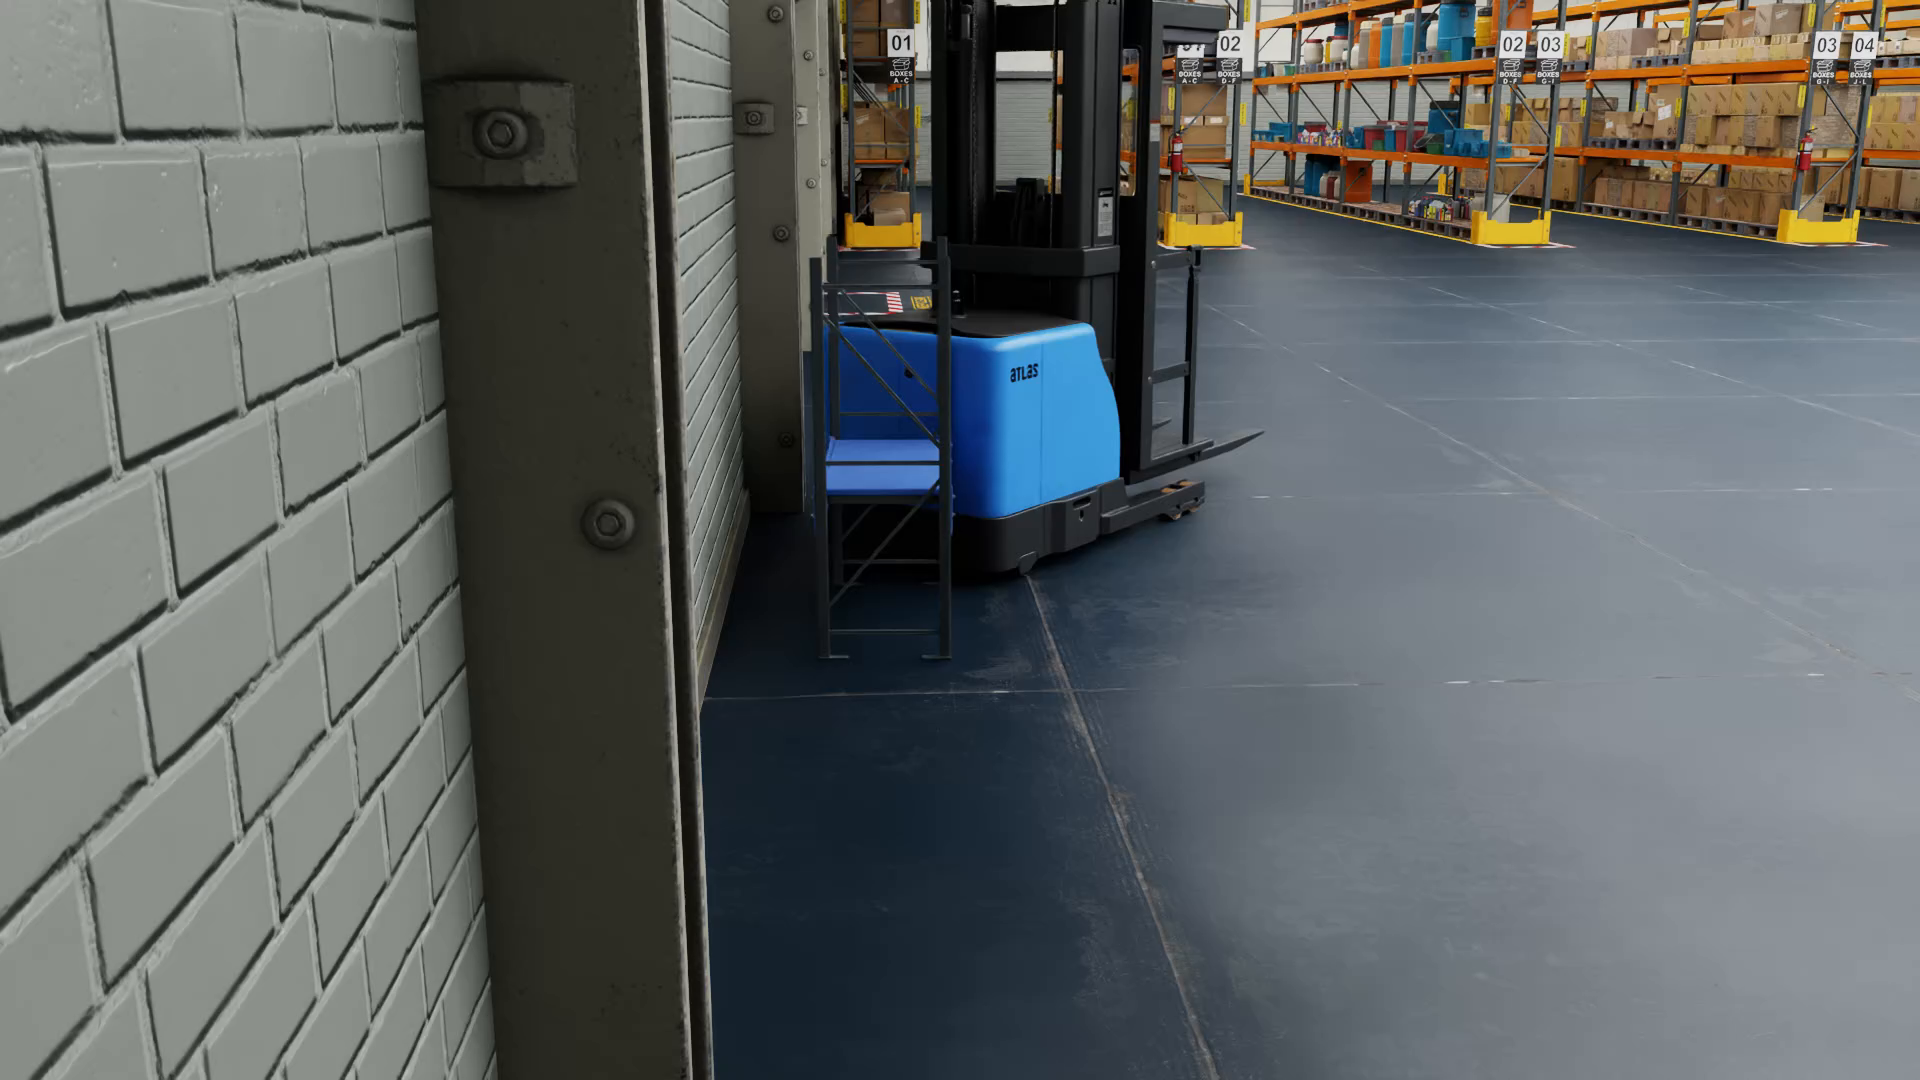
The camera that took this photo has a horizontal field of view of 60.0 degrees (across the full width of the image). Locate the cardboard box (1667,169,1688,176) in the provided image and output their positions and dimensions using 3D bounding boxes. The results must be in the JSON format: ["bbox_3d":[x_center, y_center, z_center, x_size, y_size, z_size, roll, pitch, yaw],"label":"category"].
[{"bbox_3d":[17.440,-8.934,40.414,0.380,0.149,0.250,0,14,-1],"label":"cardboard box"}]

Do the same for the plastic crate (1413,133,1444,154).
[{"bbox_3d":[8.365,-6.945,29.124,0.767,0.338,0.504,-1,14,-3],"label":"plastic crate"}]

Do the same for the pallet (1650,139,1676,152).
[{"bbox_3d":[13.501,-7.283,30.698,1.003,0.211,1.213,-1,14,-3],"label":"pallet"}]

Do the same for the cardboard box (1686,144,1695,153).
[{"bbox_3d":[13.118,-6.942,29.490,0.380,0.149,0.250,-1,14,-3],"label":"cardboard box"}]

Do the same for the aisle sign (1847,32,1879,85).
[{"bbox_3d":[13.954,-7.437,25.695,0.394,0.787,0.004,-1,14,-3],"label":"aisle sign"}]

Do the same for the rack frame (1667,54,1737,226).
[{"bbox_3d":[13.403,-7.184,29.927,1.000,3.000,0.127,-1,14,-3],"label":"rack frame"}]

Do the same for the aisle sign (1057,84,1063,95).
[{"bbox_3d":[2.474,-11.288,40.660,0.394,0.787,0.004,-1,14,-3],"label":"aisle sign"}]

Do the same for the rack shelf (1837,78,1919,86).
[{"bbox_3d":[22.674,-10.928,39.903,1.077,0.370,4.000,-1,14,-3],"label":"rack shelf"}]

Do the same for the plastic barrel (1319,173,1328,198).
[{"bbox_3d":[7.970,-7.642,35.858,0.421,0.512,0.421,0,14,0],"label":"plastic barrel"}]

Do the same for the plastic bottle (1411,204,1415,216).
[{"bbox_3d":[8.048,-5.854,29.491,0.097,0.201,0.097,0,14,0],"label":"plastic bottle"}]

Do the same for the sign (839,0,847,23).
[{"bbox_3d":[-1.736,-7.837,24.671,0.100,0.325,0.005,-1,14,-3],"label":"sign"}]

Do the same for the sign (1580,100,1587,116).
[{"bbox_3d":[12.601,-8.730,33.612,0.100,0.325,0.005,-1,14,-3],"label":"sign"}]

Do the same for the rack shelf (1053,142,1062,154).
[{"bbox_3d":[2.896,-9.170,39.092,1.077,0.370,4.000,-1,14,-3],"label":"rack shelf"}]

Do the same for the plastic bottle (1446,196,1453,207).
[{"bbox_3d":[8.643,-5.879,29.291,0.144,0.351,0.185,-1,14,-3],"label":"plastic bottle"}]

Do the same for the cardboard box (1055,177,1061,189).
[{"bbox_3d":[2.553,-8.634,40.197,0.500,0.250,0.500,-1,14,-3],"label":"cardboard box"}]

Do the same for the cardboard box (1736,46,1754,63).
[{"bbox_3d":[13.274,-8.062,27.620,0.500,0.250,0.500,-1,14,-4],"label":"cardboard box"}]

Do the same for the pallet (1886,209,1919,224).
[{"bbox_3d":[18.236,-6.075,31.215,1.003,0.211,1.213,-1,14,-3],"label":"pallet"}]

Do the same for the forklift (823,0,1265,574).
[{"bbox_3d":[0.609,-1.580,8.286,1.130,2.935,3.031,10,18,34],"label":"forklift"}]

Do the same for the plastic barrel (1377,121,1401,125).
[{"bbox_3d":[8.543,-8.057,33.049,0.600,0.536,0.708,-1,14,-3],"label":"plastic barrel"}]

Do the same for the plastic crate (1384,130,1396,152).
[{"bbox_3d":[8.080,-7.369,30.679,0.392,0.384,0.575,-1,14,-3],"label":"plastic crate"}]

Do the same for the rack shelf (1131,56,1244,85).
[{"bbox_3d":[3.639,-7.639,27.119,1.077,0.370,4.000,-1,14,-3],"label":"rack shelf"}]

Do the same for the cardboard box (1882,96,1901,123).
[{"bbox_3d":[18.228,-8.270,31.943,0.700,0.500,0.500,-1,14,-4],"label":"cardboard box"}]

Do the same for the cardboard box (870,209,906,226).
[{"bbox_3d":[-1.134,-5.044,26.123,0.500,0.311,0.500,-3,15,-10],"label":"cardboard box"}]

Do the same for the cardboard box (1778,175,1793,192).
[{"bbox_3d":[17.781,-7.512,35.375,0.500,0.500,0.500,0,14,-1],"label":"cardboard box"}]

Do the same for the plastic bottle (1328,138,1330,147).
[{"bbox_3d":[7.727,-8.307,34.692,0.097,0.201,0.097,0,14,0],"label":"plastic bottle"}]

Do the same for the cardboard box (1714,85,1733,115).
[{"bbox_3d":[13.240,-7.496,28.336,0.500,0.500,0.500,-1,14,-3],"label":"cardboard box"}]

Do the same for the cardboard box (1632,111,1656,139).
[{"bbox_3d":[13.203,-7.867,31.532,0.797,0.503,0.637,1,14,2],"label":"cardboard box"}]

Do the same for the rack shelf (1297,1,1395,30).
[{"bbox_3d":[8.087,-10.963,34.821,1.077,0.370,4.000,-1,14,-3],"label":"rack shelf"}]

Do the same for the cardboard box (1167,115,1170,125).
[{"bbox_3d":[3.502,-6.683,26.478,0.380,0.149,0.250,-1,14,-3],"label":"cardboard box"}]

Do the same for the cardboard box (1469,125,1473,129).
[{"bbox_3d":[12.486,-9.862,40.039,0.500,0.250,0.500,-1,14,-5],"label":"cardboard box"}]

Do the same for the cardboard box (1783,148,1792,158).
[{"bbox_3d":[13.412,-6.197,26.596,0.380,0.149,0.250,-1,14,-3],"label":"cardboard box"}]

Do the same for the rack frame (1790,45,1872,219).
[{"bbox_3d":[13.650,-6.189,26.060,1.000,3.000,0.127,-1,14,-3],"label":"rack frame"}]

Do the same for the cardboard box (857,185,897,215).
[{"bbox_3d":[-1.491,-6.140,30.002,0.700,0.500,0.500,0,14,-2],"label":"cardboard box"}]

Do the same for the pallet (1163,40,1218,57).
[{"bbox_3d":[3.745,-7.623,25.792,1.003,0.211,1.213,-1,14,-3],"label":"pallet"}]

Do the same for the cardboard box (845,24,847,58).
[{"bbox_3d":[-1.512,-7.692,25.642,0.500,0.500,0.500,-1,14,-3],"label":"cardboard box"}]

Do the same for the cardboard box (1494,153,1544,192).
[{"bbox_3d":[12.946,-8.513,38.515,0.875,0.875,0.875,-1,14,-3],"label":"cardboard box"}]

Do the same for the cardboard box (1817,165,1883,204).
[{"bbox_3d":[18.059,-7.191,33.627,1.050,0.750,0.750,-1,14,-4],"label":"cardboard box"}]

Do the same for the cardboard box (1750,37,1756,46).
[{"bbox_3d":[13.278,-8.219,27.431,0.380,0.149,0.250,-2,15,-6],"label":"cardboard box"}]

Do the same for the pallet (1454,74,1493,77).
[{"bbox_3d":[12.716,-11.394,40.447,1.003,0.211,1.213,-1,14,-3],"label":"pallet"}]

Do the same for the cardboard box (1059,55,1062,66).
[{"bbox_3d":[2.605,-11.258,39.039,0.500,0.250,0.500,-1,14,-3],"label":"cardboard box"}]

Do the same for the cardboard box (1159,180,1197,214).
[{"bbox_3d":[3.433,-5.401,26.167,0.500,0.500,0.500,-1,14,-3],"label":"cardboard box"}]

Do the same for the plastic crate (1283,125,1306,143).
[{"bbox_3d":[7.594,-9.229,37.788,0.392,0.384,0.575,-1,14,-3],"label":"plastic crate"}]

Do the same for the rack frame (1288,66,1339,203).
[{"bbox_3d":[7.964,-9.097,37.362,1.000,3.000,0.127,-1,14,-3],"label":"rack frame"}]

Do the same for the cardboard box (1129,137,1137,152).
[{"bbox_3d":[3.277,-7.182,30.192,0.396,0.266,0.258,-1,14,-5],"label":"cardboard box"}]

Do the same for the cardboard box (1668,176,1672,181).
[{"bbox_3d":[17.475,-8.794,40.465,0.380,0.149,0.250,-2,15,-6],"label":"cardboard box"}]

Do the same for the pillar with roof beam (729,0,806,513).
[{"bbox_3d":[3.324,-4.615,7.905,9.100,9.000,0.400,-1,14,-3],"label":"pillar with roof beam"}]

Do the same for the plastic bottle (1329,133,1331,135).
[{"bbox_3d":[7.822,-8.472,35.168,0.061,0.283,0.133,-1,14,-3],"label":"plastic bottle"}]

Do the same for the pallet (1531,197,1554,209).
[{"bbox_3d":[13.109,-7.328,36.084,1.003,0.211,1.213,-1,14,-3],"label":"pallet"}]

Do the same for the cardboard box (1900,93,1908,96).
[{"bbox_3d":[22.463,-10.499,39.301,0.380,0.149,0.250,-1,14,-4],"label":"cardboard box"}]

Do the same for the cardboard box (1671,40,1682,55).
[{"bbox_3d":[13.245,-9.007,30.420,0.396,0.266,0.258,0,14,-1],"label":"cardboard box"}]

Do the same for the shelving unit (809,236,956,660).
[{"bbox_3d":[-0.294,-0.405,6.589,0.538,1.500,1.048,0,14,-1],"label":"shelving unit"}]

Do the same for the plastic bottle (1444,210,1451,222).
[{"bbox_3d":[8.156,-5.420,27.806,0.097,0.201,0.097,0,14,0],"label":"plastic bottle"}]

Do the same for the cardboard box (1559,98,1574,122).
[{"bbox_3d":[13.088,-9.057,34.993,0.797,0.503,0.637,-1,14,-2],"label":"cardboard box"}]

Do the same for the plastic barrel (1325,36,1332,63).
[{"bbox_3d":[8.223,-10.620,36.043,0.600,0.588,0.600,0,14,0],"label":"plastic barrel"}]

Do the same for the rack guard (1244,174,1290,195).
[{"bbox_3d":[7.701,-8.887,41.563,1.175,0.500,0.348,-1,14,-3],"label":"rack guard"}]

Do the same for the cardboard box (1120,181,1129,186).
[{"bbox_3d":[3.137,-6.525,30.916,0.500,0.311,0.500,-1,14,-4],"label":"cardboard box"}]

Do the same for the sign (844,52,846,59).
[{"bbox_3d":[-2.478,-10.676,36.285,0.100,0.325,0.005,-1,14,-3],"label":"sign"}]
